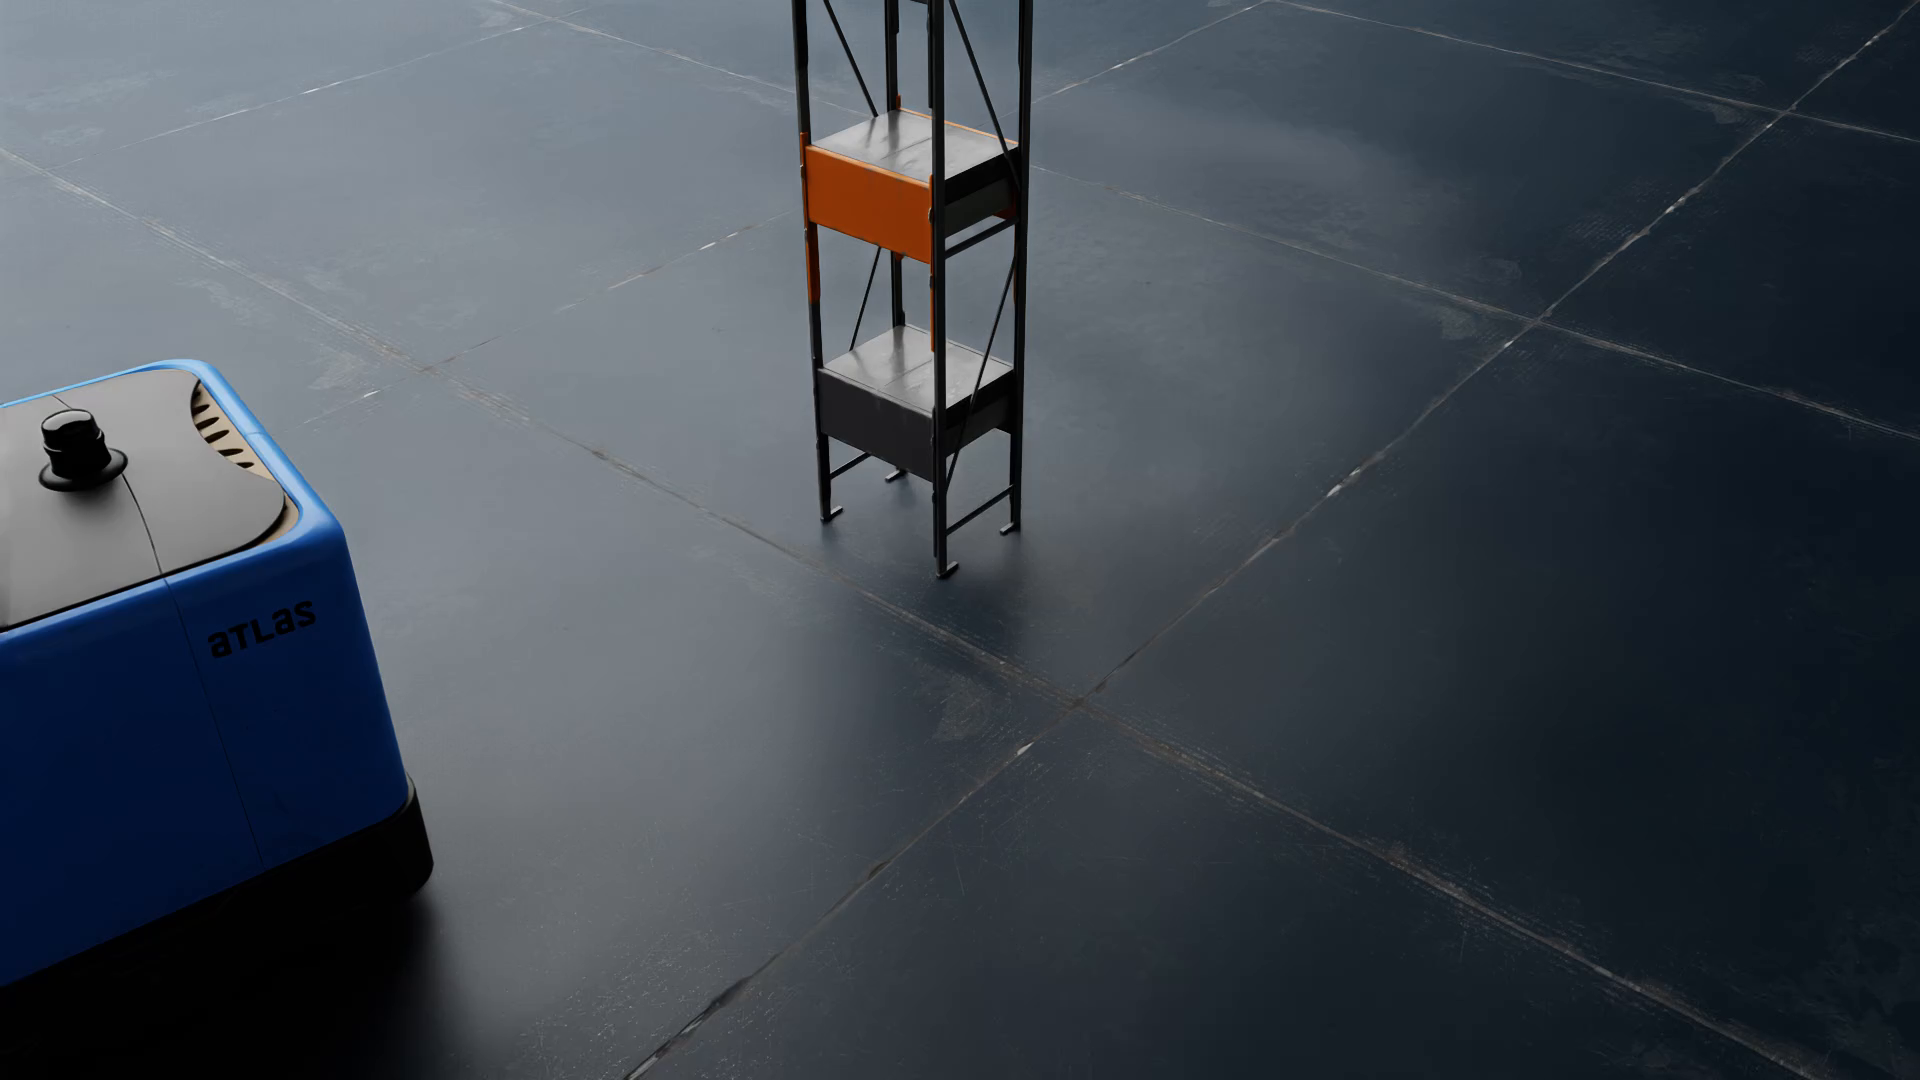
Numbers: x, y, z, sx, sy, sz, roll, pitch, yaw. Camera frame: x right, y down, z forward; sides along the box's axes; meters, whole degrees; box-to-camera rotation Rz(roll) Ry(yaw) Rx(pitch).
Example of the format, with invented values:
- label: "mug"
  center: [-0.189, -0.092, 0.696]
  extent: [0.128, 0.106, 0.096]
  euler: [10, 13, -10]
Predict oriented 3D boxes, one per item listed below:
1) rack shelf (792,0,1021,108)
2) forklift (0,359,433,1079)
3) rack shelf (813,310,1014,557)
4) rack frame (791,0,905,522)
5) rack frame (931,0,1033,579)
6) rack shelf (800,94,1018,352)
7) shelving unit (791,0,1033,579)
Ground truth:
- label: "rack shelf"
  center: [-0.127, -1.491, 4.354]
  extent: [0.480, 0.518, 0.431]
  euler: [25, 42, 32]
- label: "forklift"
  center: [-2.743, -0.066, 2.756]
  extent: [3.031, 2.935, 1.130]
  euler: [-23, 41, -30]
- label: "rack shelf"
  center: [-0.127, -0.337, 5.147]
  extent: [0.480, 0.518, 0.431]
  euler: [25, 42, 32]
- label: "rack frame"
  center: [-0.315, -1.014, 4.872]
  extent: [0.015, 2.100, 0.400]
  euler: [25, 42, 32]
- label: "rack frame"
  center: [0.060, -0.837, 4.614]
  extent: [0.015, 2.100, 0.400]
  euler: [25, 42, 32]
- label: "rack shelf"
  center: [-0.127, -0.914, 4.751]
  extent: [0.480, 0.518, 0.431]
  euler: [25, 42, 32]
- label: "shelving unit"
  center: [-0.127, -0.926, 4.743]
  extent: [0.503, 2.100, 0.431]
  euler: [25, 42, 32]
